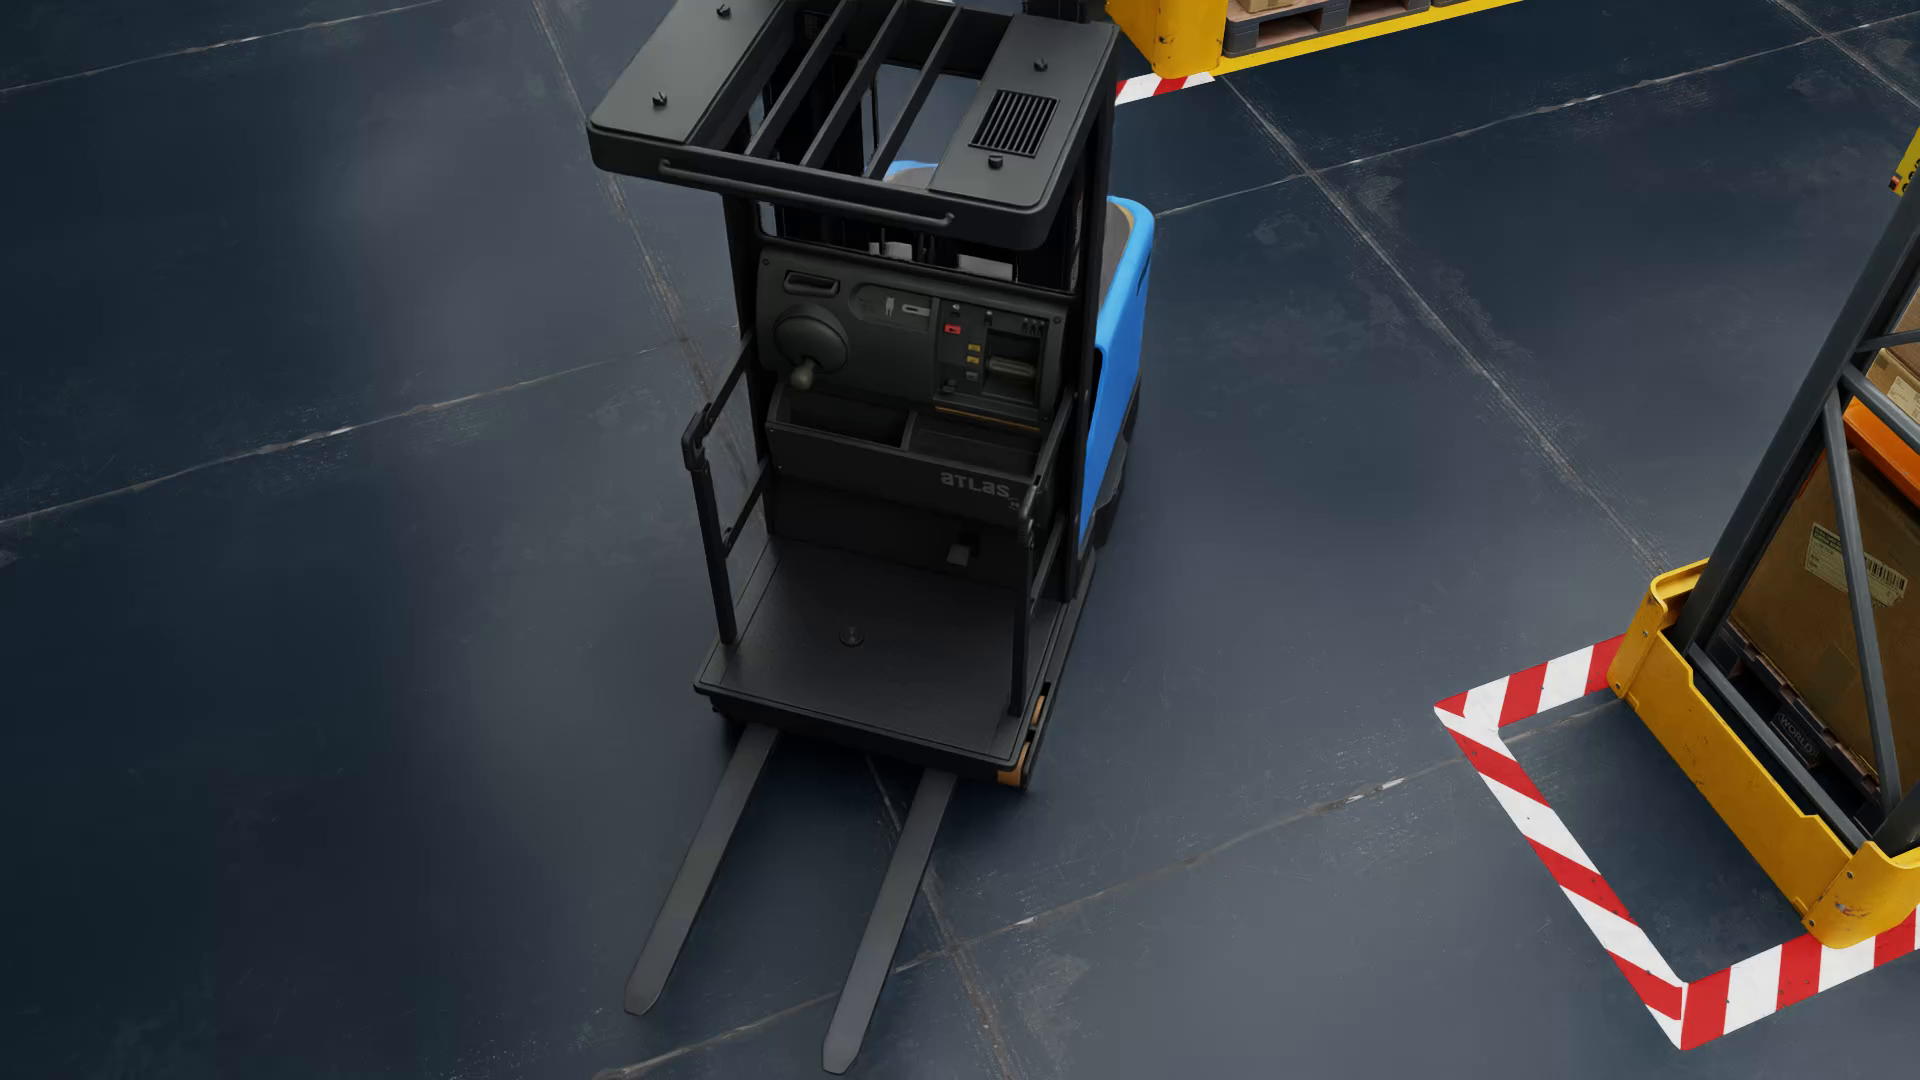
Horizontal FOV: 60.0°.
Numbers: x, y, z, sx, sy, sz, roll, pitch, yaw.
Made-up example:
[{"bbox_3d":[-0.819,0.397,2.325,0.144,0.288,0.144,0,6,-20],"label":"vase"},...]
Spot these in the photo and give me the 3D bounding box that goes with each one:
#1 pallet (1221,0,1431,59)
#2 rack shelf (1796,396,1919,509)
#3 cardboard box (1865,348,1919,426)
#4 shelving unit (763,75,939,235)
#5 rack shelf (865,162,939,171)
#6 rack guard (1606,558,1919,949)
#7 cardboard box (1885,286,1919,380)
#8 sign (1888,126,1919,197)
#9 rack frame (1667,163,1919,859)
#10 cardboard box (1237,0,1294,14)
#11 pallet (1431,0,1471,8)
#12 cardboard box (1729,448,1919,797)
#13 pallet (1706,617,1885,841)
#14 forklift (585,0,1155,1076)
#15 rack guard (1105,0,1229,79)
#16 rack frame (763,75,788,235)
[{"bbox_3d":[1.702,-2.993,8.681,1.213,0.211,1.003,-17,52,-14],"label":"pallet"},{"bbox_3d":[4.500,-0.498,5.175,4.000,0.370,1.077,-17,52,-14],"label":"rack shelf"},{"bbox_3d":[2.853,-0.410,4.791,0.250,0.149,0.380,-16,51,-14],"label":"cardboard box"},{"bbox_3d":[-0.187,-1.390,6.455,1.048,1.500,0.538,-4,49,-3],"label":"shelving unit"},{"bbox_3d":[-0.187,-1.273,6.592,1.000,0.185,0.538,-4,49,-3],"label":"rack shelf"},{"bbox_3d":[2.626,0.662,5.352,0.348,0.500,1.175,-17,52,-14],"label":"rack guard"},{"bbox_3d":[2.996,-0.532,4.633,0.500,0.250,0.500,-18,52,-15],"label":"cardboard box"},{"bbox_3d":[2.456,-0.998,4.211,0.005,0.325,0.100,-17,52,-14],"label":"sign"},{"bbox_3d":[2.648,-0.159,4.409,0.127,3.000,1.000,-17,52,-14],"label":"rack frame"},{"bbox_3d":[1.472,-2.805,8.284,0.250,0.149,0.380,-16,51,-14],"label":"cardboard box"},{"bbox_3d":[2.830,-3.340,8.979,1.213,0.211,1.003,-17,52,-14],"label":"pallet"},{"bbox_3d":[3.210,0.157,5.262,0.875,0.875,0.875,-17,52,-14],"label":"cardboard box"},{"bbox_3d":[3.359,0.465,5.711,1.213,0.211,1.003,-17,52,-14],"label":"pallet"},{"bbox_3d":[-0.213,-0.479,4.729,1.130,2.935,3.031,13,51,11],"label":"forklift"},{"bbox_3d":[0.937,-2.879,8.393,0.348,0.500,1.175,-17,52,-14],"label":"rack guard"},{"bbox_3d":[-0.694,-1.359,6.428,0.032,1.500,0.500,-4,49,-3],"label":"rack frame"}]
